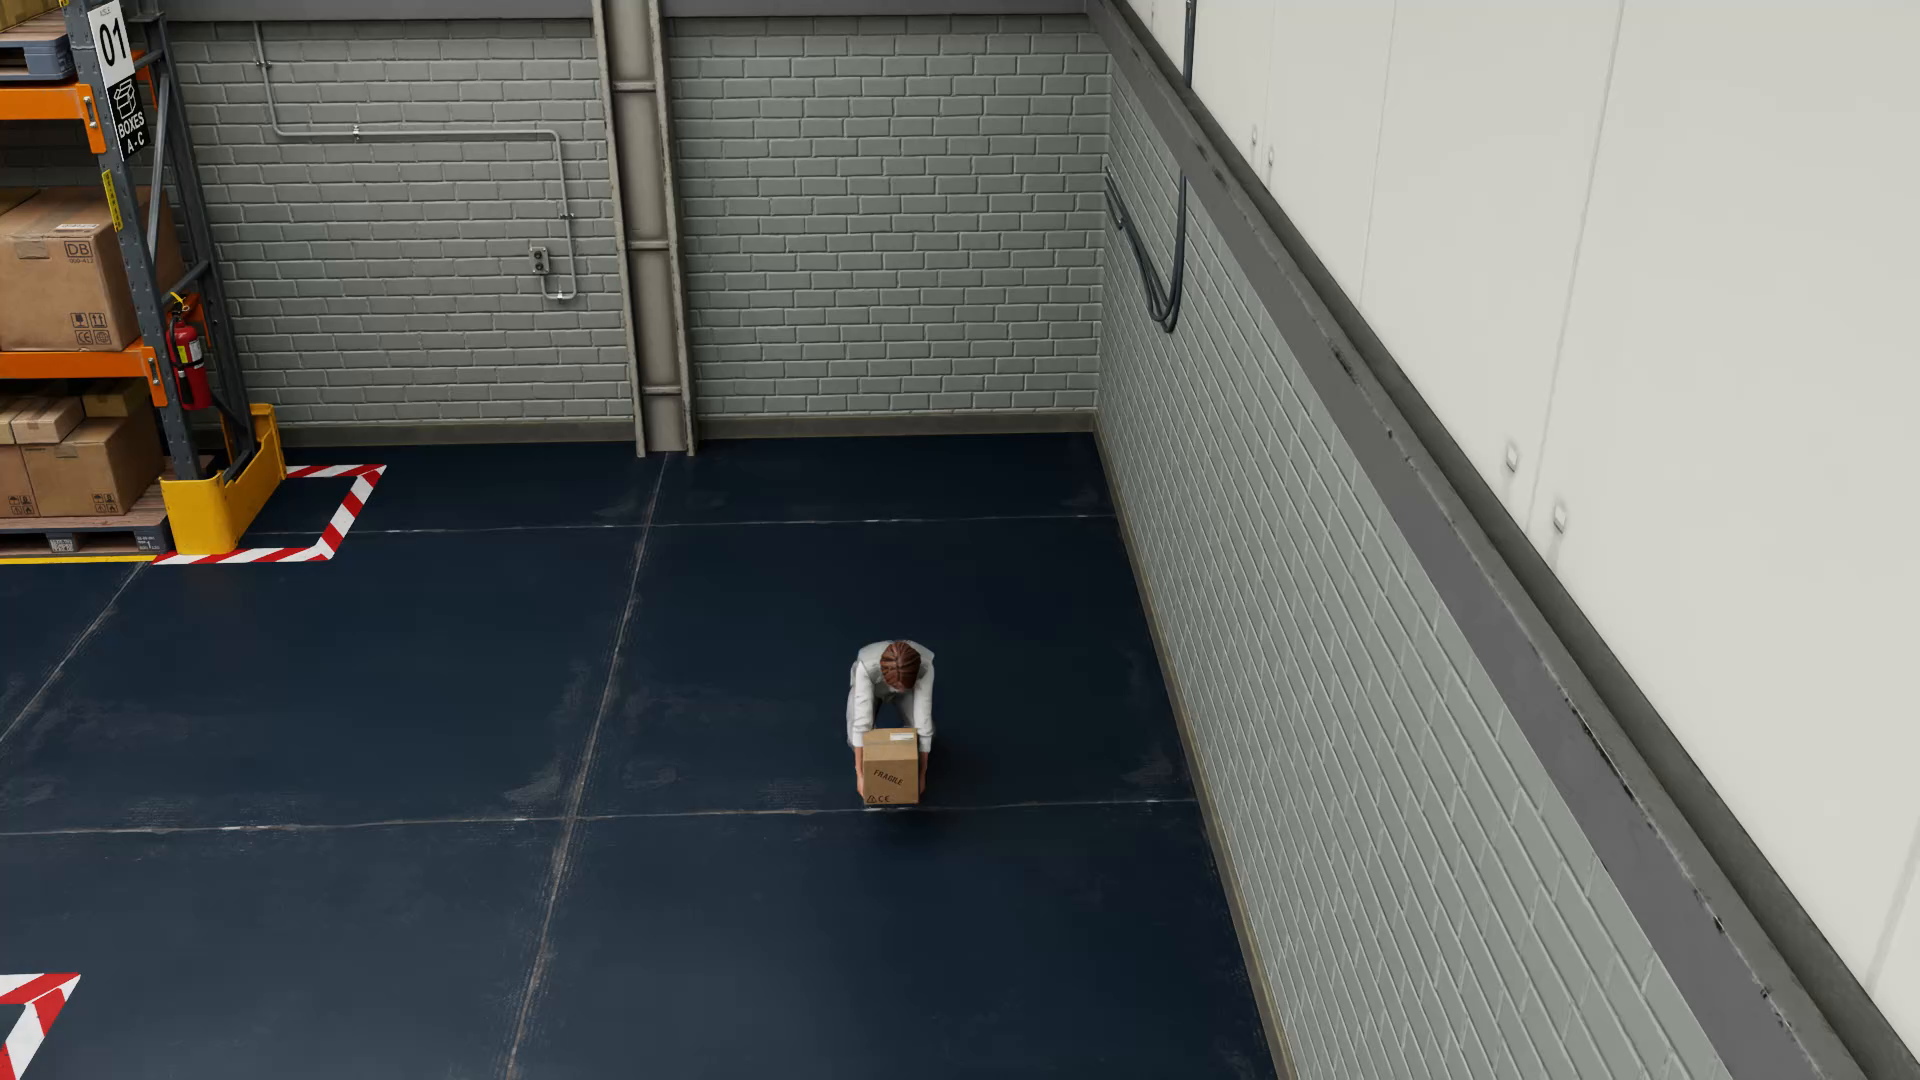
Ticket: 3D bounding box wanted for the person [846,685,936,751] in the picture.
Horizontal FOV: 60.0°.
[{"bbox_3d":[-0.340,0.864,8.088,0.425,0.447,0.522,-2,28,-4],"label":"person"}]
